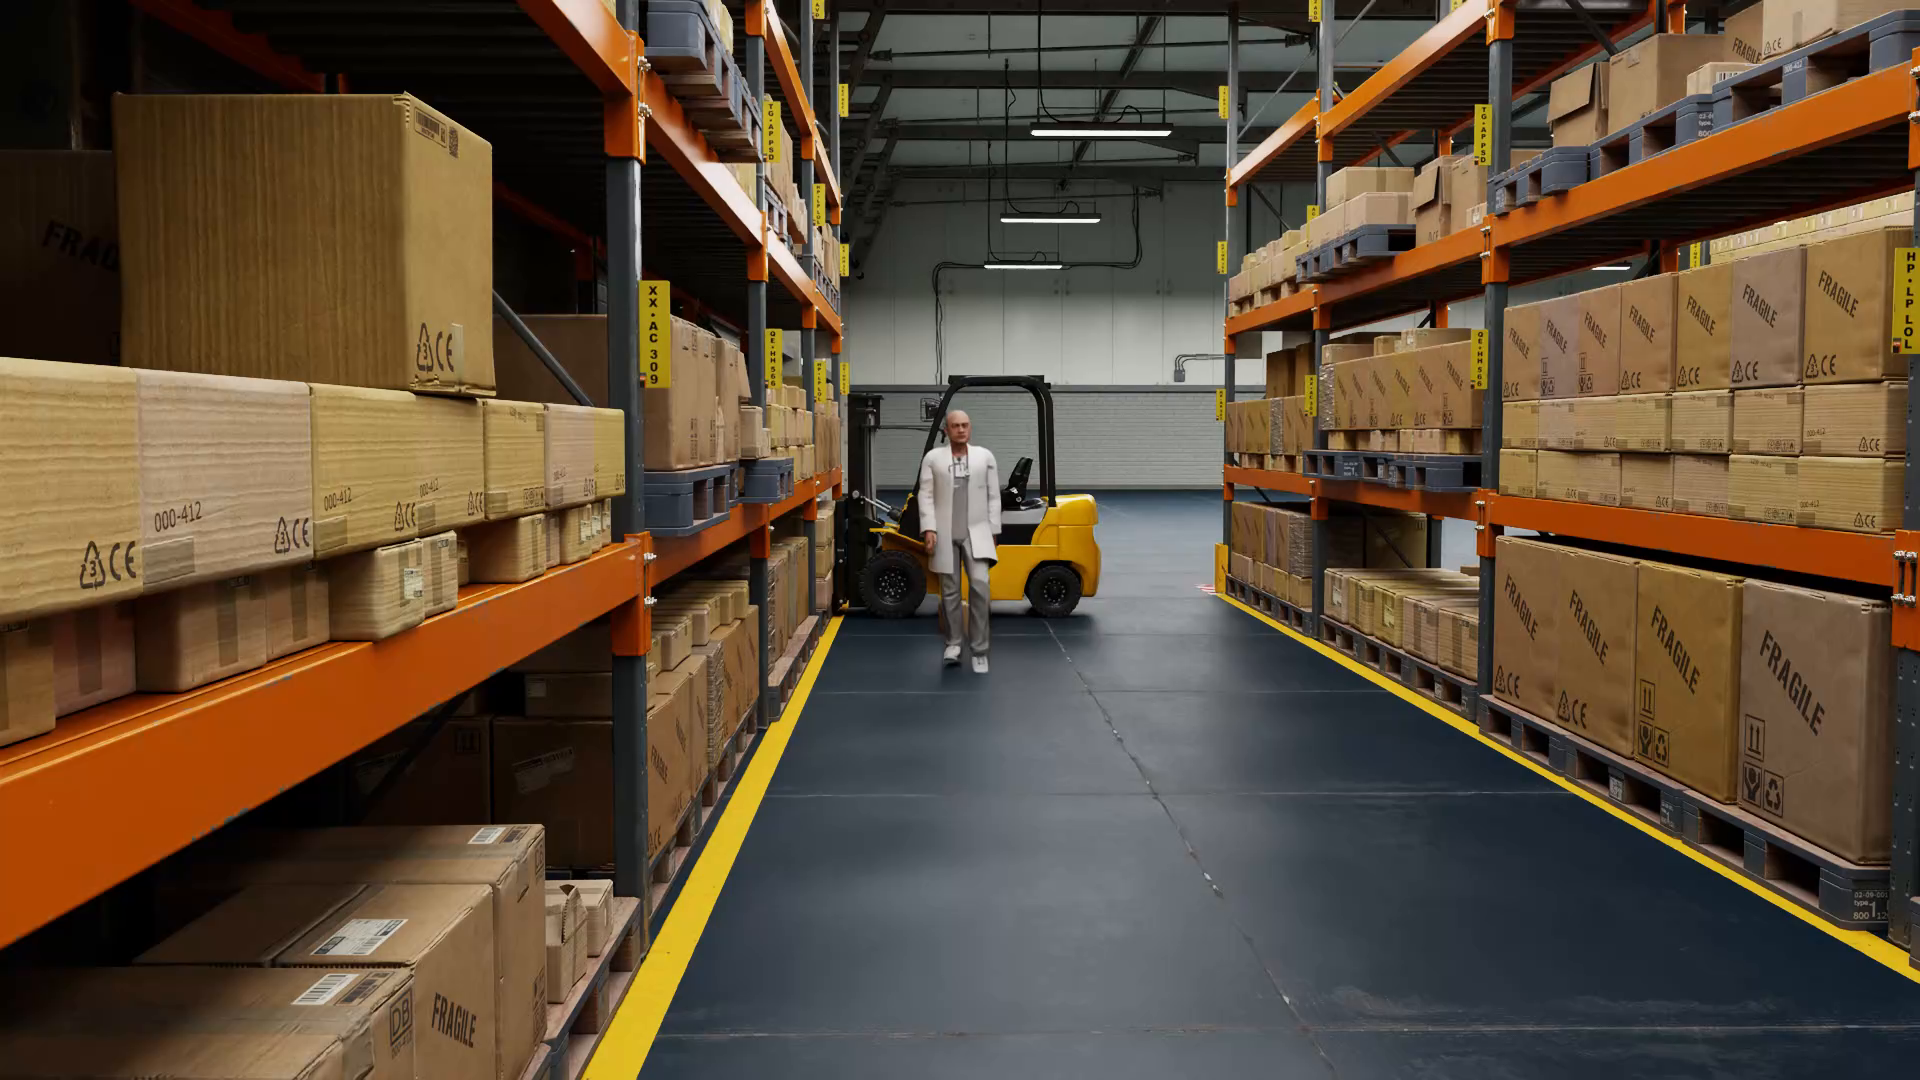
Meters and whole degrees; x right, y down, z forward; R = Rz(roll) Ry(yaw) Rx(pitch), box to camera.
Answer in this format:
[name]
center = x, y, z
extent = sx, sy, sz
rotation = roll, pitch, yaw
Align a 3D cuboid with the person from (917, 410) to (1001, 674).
[person]
center = -0.004, 0.019, 11.592
extent = 0.590, 1.846, 0.660
rotation = 0, 4, 0
